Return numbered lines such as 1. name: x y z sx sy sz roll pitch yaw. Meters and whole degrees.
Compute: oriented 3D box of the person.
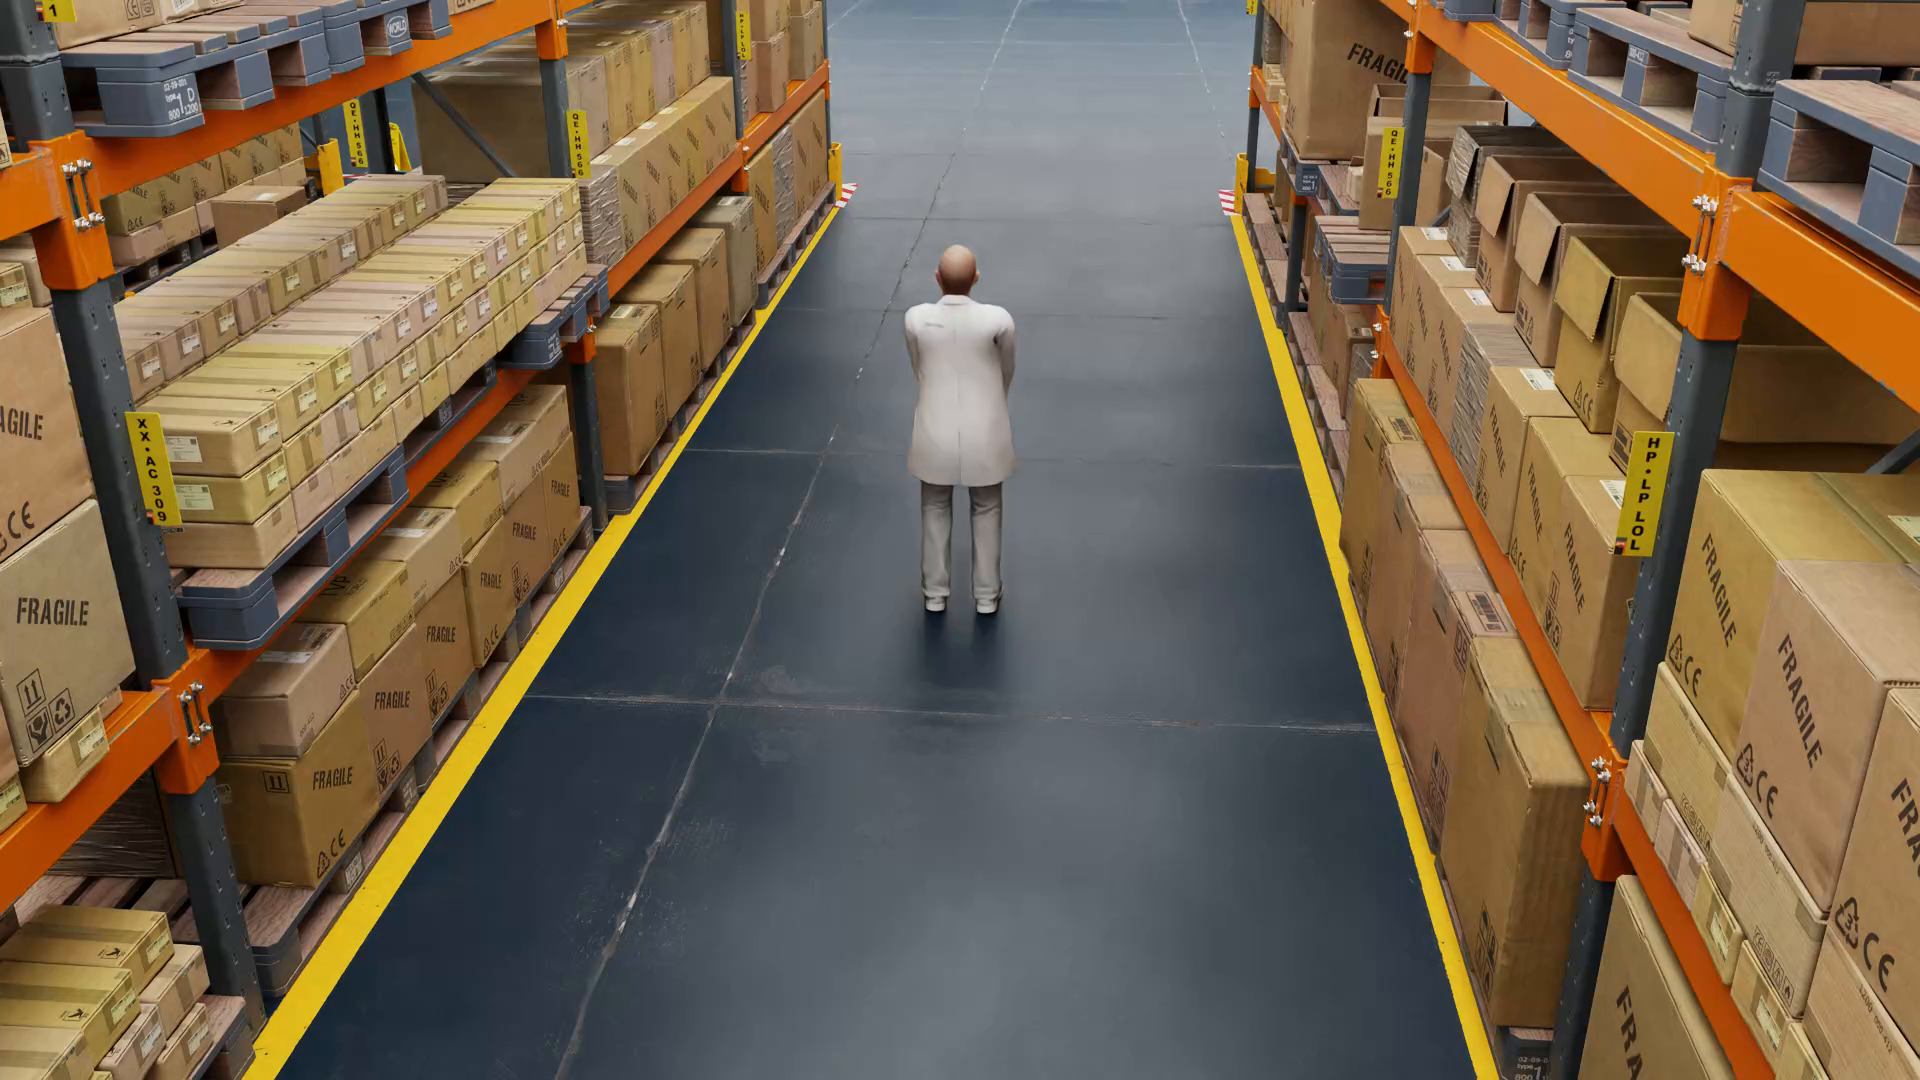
1. person: -0.023 -0.515 7.770 0.653 1.774 0.424 0 24 1
